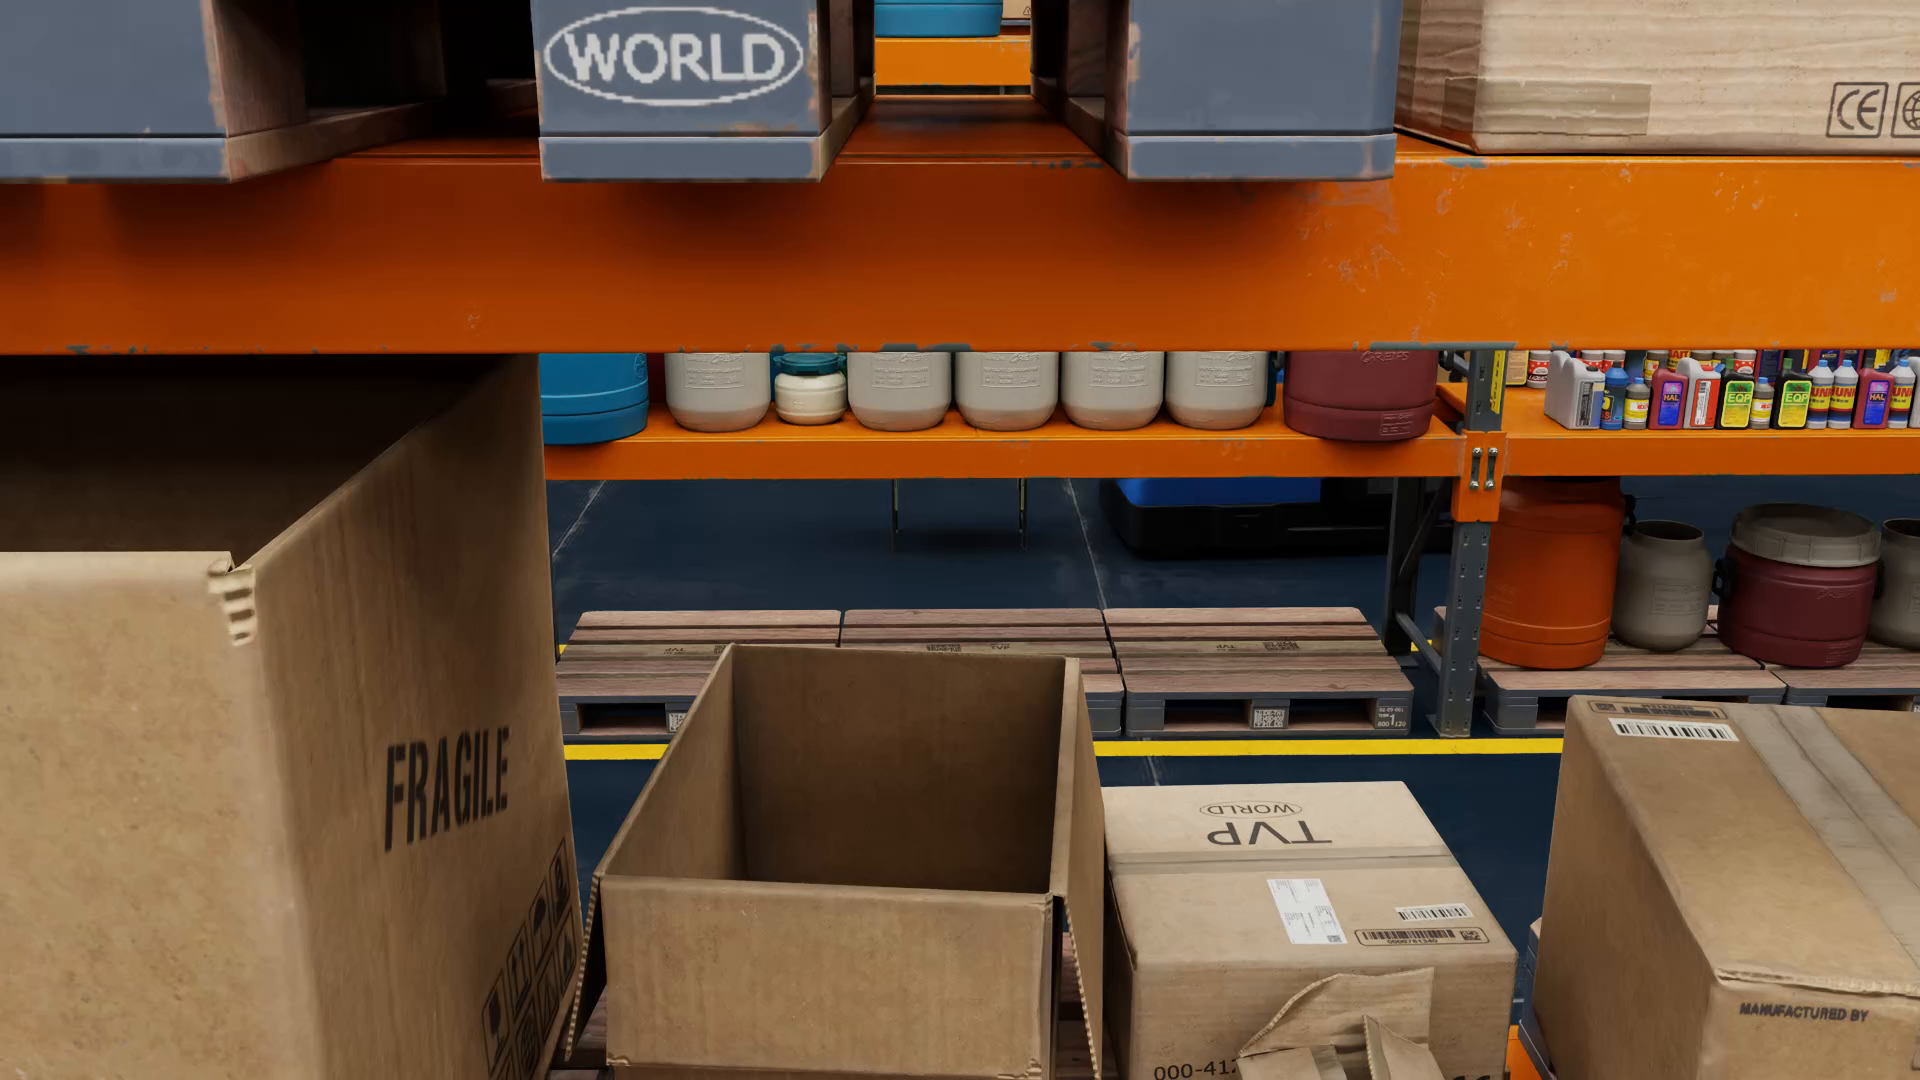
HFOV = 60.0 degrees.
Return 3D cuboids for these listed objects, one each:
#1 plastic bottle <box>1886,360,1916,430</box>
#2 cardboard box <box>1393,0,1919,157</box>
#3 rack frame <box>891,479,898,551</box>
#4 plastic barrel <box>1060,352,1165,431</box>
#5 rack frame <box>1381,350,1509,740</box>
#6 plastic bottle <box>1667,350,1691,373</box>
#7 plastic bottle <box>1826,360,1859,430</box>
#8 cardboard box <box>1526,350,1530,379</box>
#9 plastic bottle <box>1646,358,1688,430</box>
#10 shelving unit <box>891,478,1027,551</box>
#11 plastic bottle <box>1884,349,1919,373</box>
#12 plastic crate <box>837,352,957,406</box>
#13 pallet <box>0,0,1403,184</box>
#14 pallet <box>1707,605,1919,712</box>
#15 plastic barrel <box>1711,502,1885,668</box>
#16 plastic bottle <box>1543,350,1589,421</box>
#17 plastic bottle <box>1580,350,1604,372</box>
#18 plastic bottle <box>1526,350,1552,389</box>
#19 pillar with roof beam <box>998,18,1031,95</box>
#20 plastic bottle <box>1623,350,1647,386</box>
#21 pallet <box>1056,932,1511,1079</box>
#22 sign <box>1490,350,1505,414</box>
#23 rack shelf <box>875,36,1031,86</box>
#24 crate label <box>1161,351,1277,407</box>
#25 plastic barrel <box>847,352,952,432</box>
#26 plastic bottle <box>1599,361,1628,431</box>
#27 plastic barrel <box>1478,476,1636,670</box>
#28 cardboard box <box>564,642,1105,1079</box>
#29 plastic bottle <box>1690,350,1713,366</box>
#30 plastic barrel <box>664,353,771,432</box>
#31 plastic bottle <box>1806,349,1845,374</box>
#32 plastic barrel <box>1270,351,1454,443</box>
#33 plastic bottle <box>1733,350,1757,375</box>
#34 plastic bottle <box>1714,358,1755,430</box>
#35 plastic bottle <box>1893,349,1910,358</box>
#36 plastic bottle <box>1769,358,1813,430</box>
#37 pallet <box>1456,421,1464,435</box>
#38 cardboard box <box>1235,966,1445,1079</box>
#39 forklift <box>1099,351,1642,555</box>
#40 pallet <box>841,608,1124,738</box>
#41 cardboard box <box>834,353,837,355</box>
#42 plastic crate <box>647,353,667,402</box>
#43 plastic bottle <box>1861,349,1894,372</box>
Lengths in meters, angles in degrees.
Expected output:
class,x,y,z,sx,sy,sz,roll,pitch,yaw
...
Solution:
class,x,y,z,sx,sy,sz,roll,pitch,yaw
plastic bottle,3.771,-0.587,6.678,0.097,0.271,0.097,0,18,0
cardboard box,0.671,-0.506,1.550,0.500,0.250,0.500,0,18,1
rack frame,-0.373,-0.712,9.313,0.023,1.500,0.400,0,18,-1
plastic barrel,0.616,-0.728,6.725,0.421,0.512,0.421,0,18,0
rack frame,2.062,-0.747,6.967,0.127,3.000,1.000,0,18,-1
plastic bottle,3.196,-0.816,7.392,0.097,0.271,0.097,0,18,0
plastic bottle,3.540,-0.586,6.675,0.097,0.271,0.097,0,18,0
cardboard box,3.994,-1.204,11.761,0.500,0.500,0.500,-1,18,-3
plastic bottle,2.829,-0.583,6.645,0.133,0.283,0.061,0,18,-1
shelving unit,-0.007,-0.714,9.318,0.755,1.500,0.431,0,18,-1
plastic bottle,3.909,-0.679,6.835,0.185,0.351,0.144,0,18,-1
plastic crate,-0.201,-0.722,7.234,0.662,0.188,0.450,0,18,-1
pallet,-0.203,-0.531,1.688,1.003,0.211,1.213,0,18,-1
pallet,4.067,0.559,7.460,1.213,0.211,1.003,0,18,-1
plastic barrel,3.680,0.188,7.311,0.708,0.588,0.600,0,18,-1
plastic bottle,2.497,-0.638,6.829,0.135,0.276,0.152,0,18,-1
plastic bottle,2.806,-0.781,7.397,0.097,0.201,0.097,0,18,0
plastic bottle,2.575,-0.780,7.394,0.097,0.201,0.097,0,18,0
pillar with roof beam,0.660,-5.573,12.188,0.400,9.000,9.100,0,18,-1
plastic bottle,3.001,-0.815,7.389,0.097,0.271,0.097,0,18,0
pallet,0.162,0.879,2.212,1.213,0.211,1.003,0,18,-1
sign,2.078,-0.657,6.418,0.005,0.325,0.100,0,18,-1
rack shelf,0.062,-1.824,6.588,4.000,0.370,1.077,0,18,-1
crate label,1.064,-0.842,7.204,0.616,0.435,0.502,0,18,-1
plastic barrel,-0.244,-0.734,6.702,0.433,0.535,0.433,0,18,0
plastic bottle,2.616,-0.582,6.661,0.097,0.271,0.097,0,18,0
plastic barrel,2.551,0.078,7.258,0.708,0.830,0.600,0,18,-1
cardboard box,-0.127,0.499,2.225,0.637,0.503,0.797,2,18,5
plastic bottle,3.293,-0.783,7.404,0.097,0.201,0.097,0,18,0
plastic barrel,-0.977,-0.730,6.691,0.433,0.535,0.433,0,18,0
plastic bottle,3.790,-0.786,7.280,0.133,0.283,0.061,0,18,-1
plastic barrel,1.603,-0.717,6.651,0.708,0.536,0.600,0,18,-1
plastic bottle,3.488,-0.784,7.407,0.097,0.201,0.097,0,18,0
plastic bottle,3.097,-0.584,6.649,0.133,0.283,0.061,0,18,-1
plastic bottle,4.126,-0.777,7.269,0.097,0.271,0.097,0,18,0
plastic bottle,3.328,-0.585,6.652,0.133,0.283,0.061,0,18,-1
pallet,3.952,-0.929,12.100,1.213,0.211,1.003,0,18,-1
cardboard box,0.477,0.720,1.925,0.258,0.266,0.396,-1,18,-2
forklift,2.389,-1.482,9.368,3.031,2.935,1.130,-2,18,-6
pallet,0.070,0.577,7.402,1.213,0.211,1.003,0,18,-1
cardboard box,-1.094,-1.325,11.664,0.500,0.311,0.500,0,18,-2
plastic crate,-1.458,-0.854,7.195,0.583,0.464,0.402,0,18,-1
plastic bottle,4.081,-0.851,7.371,0.185,0.351,0.144,0,18,-1
